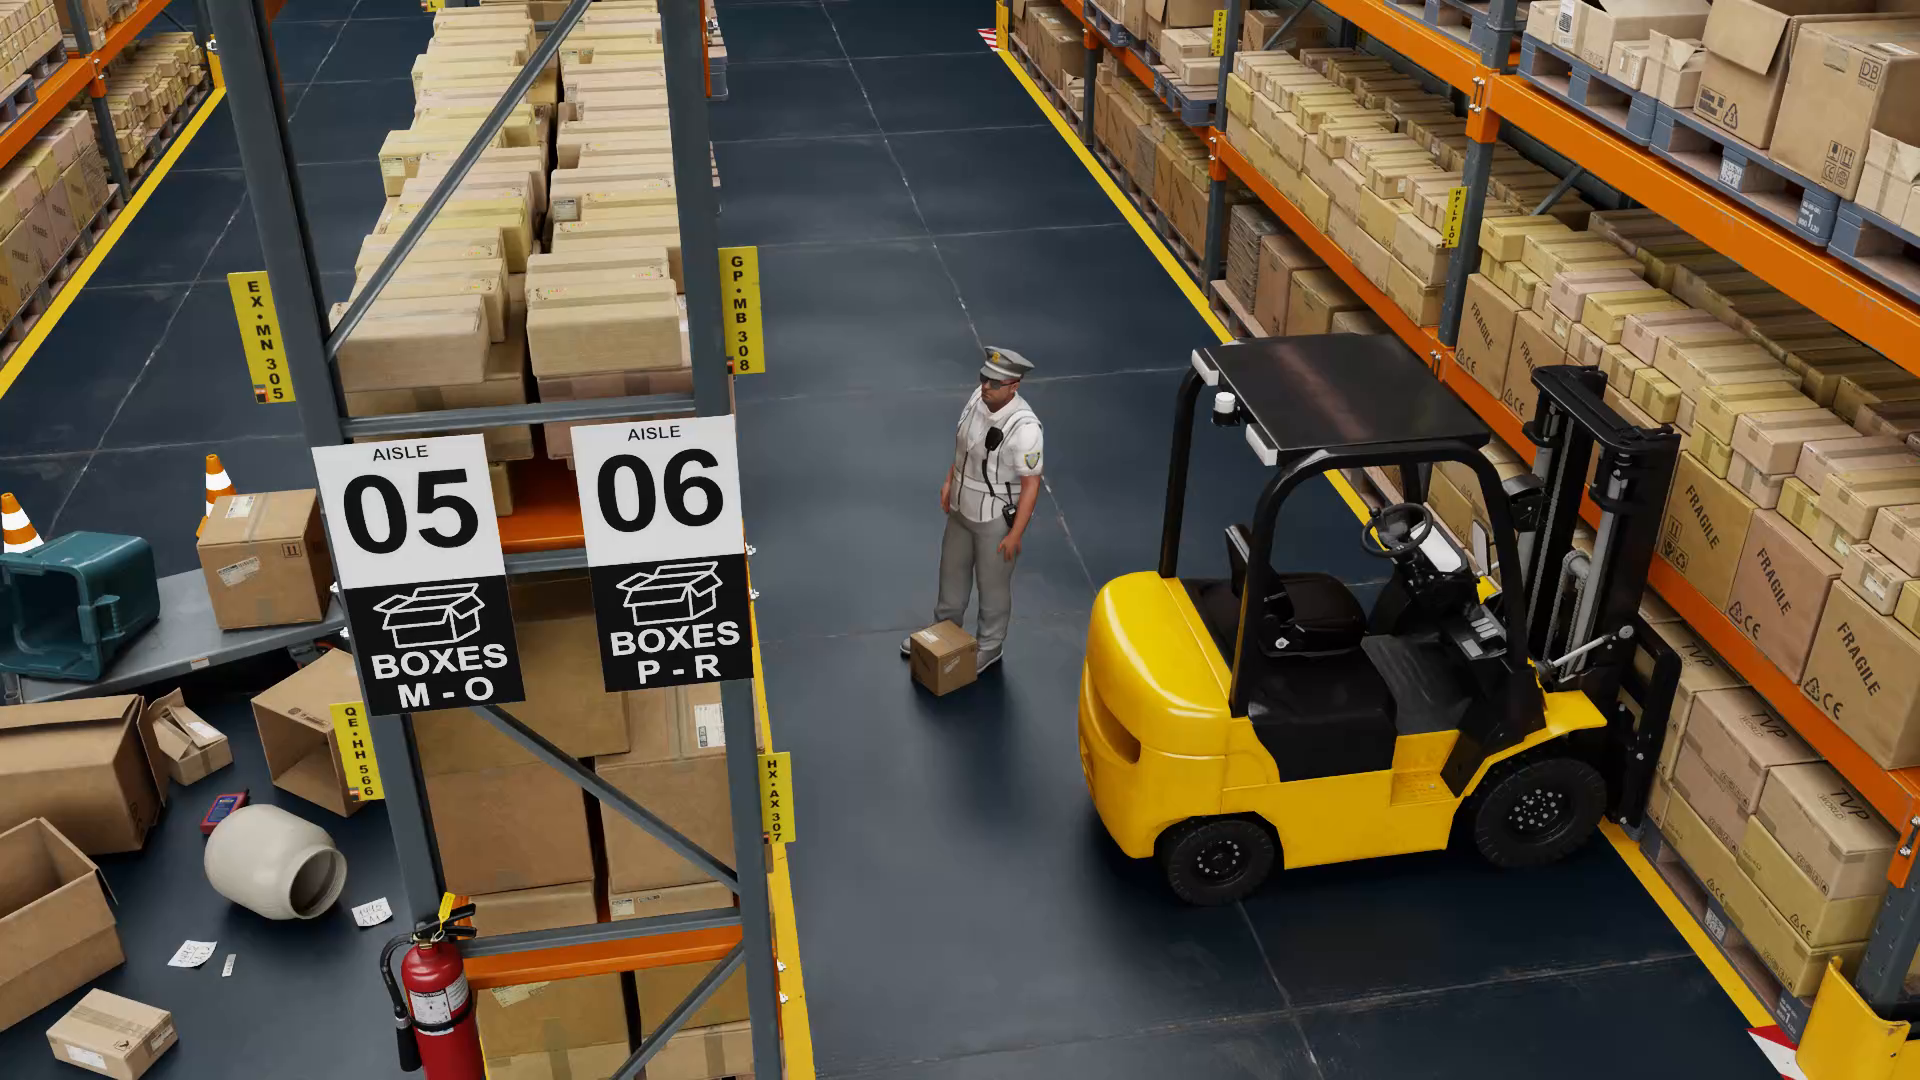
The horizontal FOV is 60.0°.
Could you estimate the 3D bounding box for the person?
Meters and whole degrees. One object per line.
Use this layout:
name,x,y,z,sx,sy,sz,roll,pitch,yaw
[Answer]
person,0.072,-0.136,8.313,0.573,1.782,0.642,-19,36,-29
